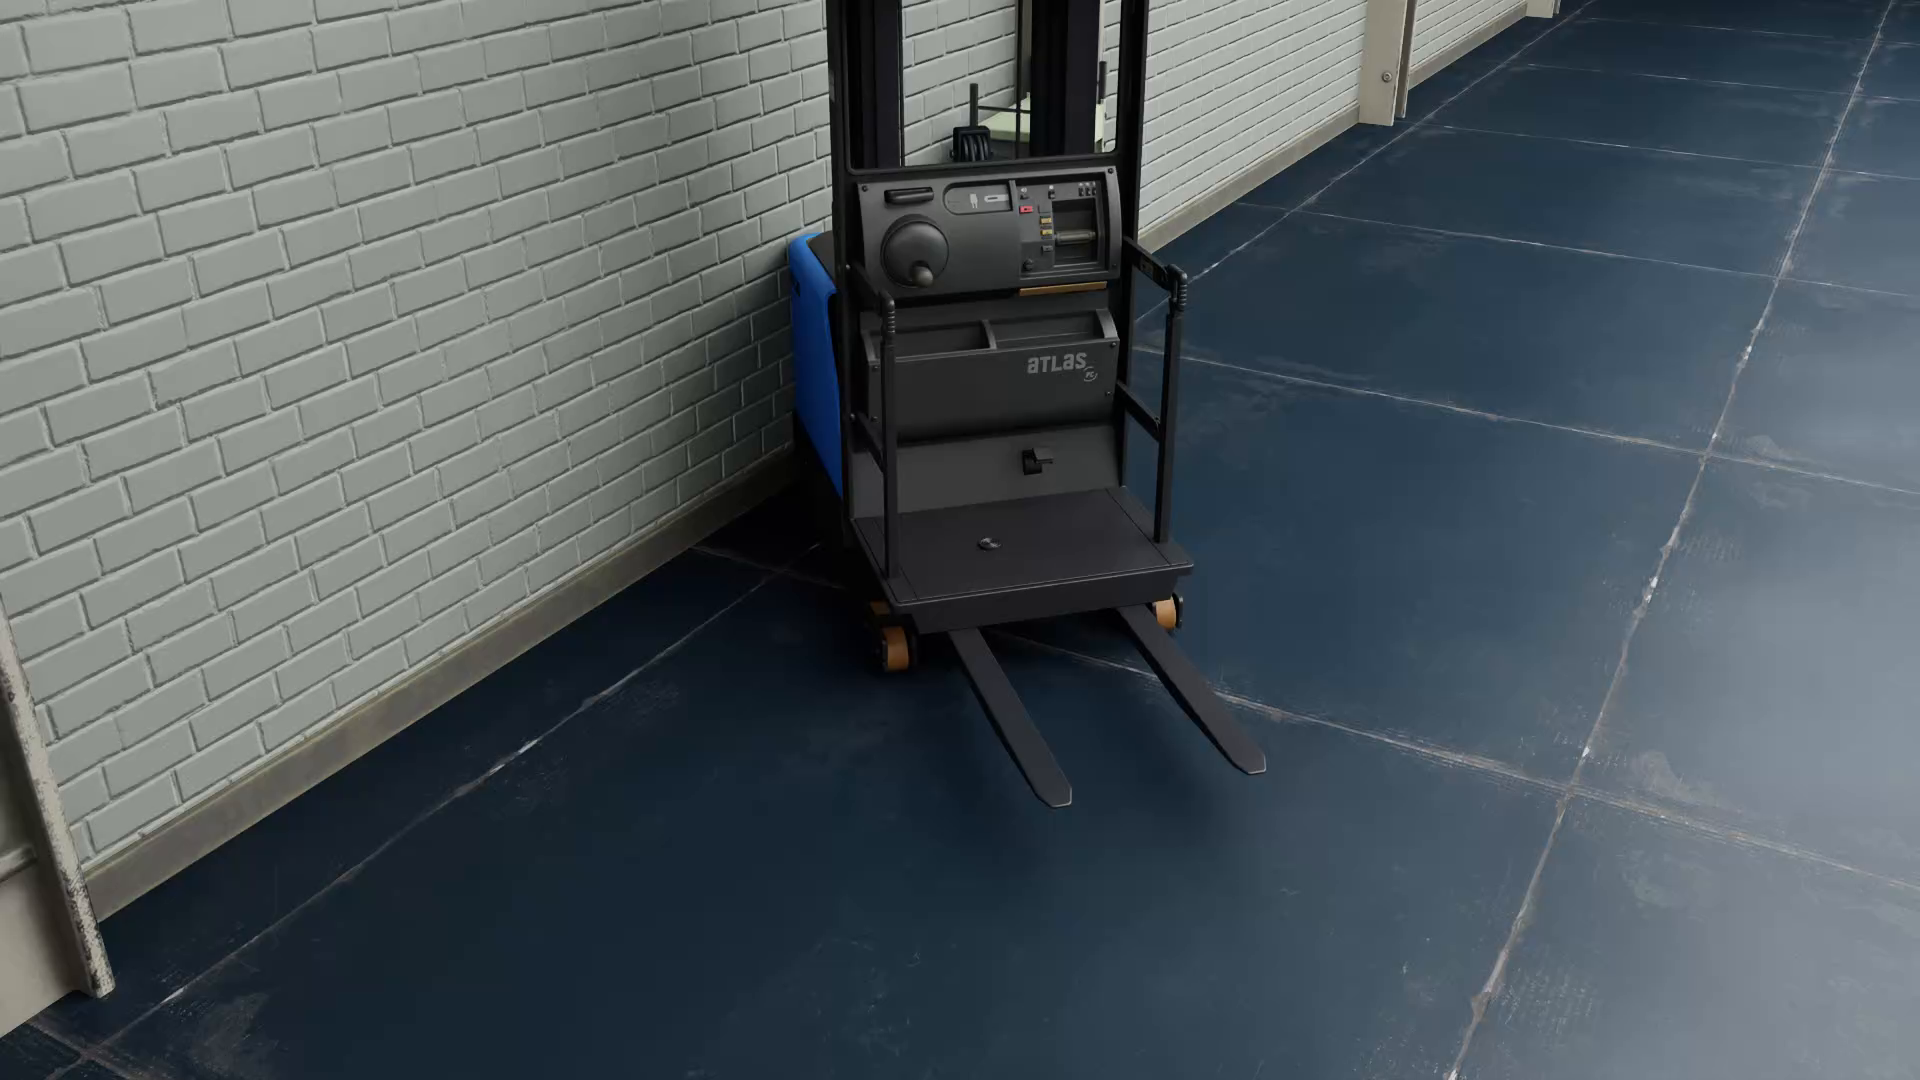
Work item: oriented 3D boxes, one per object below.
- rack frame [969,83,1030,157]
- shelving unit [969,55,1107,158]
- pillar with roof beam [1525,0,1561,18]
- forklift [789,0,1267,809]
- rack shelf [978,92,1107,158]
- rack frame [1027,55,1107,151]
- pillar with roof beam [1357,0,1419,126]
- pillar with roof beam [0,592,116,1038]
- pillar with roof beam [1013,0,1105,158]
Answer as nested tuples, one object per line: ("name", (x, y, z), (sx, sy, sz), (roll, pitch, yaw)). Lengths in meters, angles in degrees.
("rack frame", (0.230, -1.363, 7.798), (0.400, 1.500, 0.023), (11, 29, 21))
("shelving unit", (0.375, -1.514, 8.099), (0.431, 1.500, 0.755), (11, 29, 21))
("pillar with roof beam", (10.144, -8.869, 14.414), (9.100, 9.000, 0.400), (14, 30, 26))
("forklift", (0.170, -1.042, 5.558), (1.130, 2.935, 3.031), (-7, 27, -14))
("rack shelf", (0.375, -1.863, 7.924), (0.431, 0.370, 0.720), (11, 29, 21))
("rack frame", (0.520, -1.664, 8.399), (0.400, 1.500, 0.023), (11, 29, 21))
("pillar with roof beam", (7.193, -6.530, 9.742), (9.100, 9.000, 0.400), (14, 30, 26))
("pillar with roof beam", (1.289, -1.854, 0.400), (9.100, 9.000, 0.400), (14, 30, 26))
("pillar with roof beam", (4.241, -4.192, 5.071), (9.100, 9.000, 0.400), (14, 30, 26))
